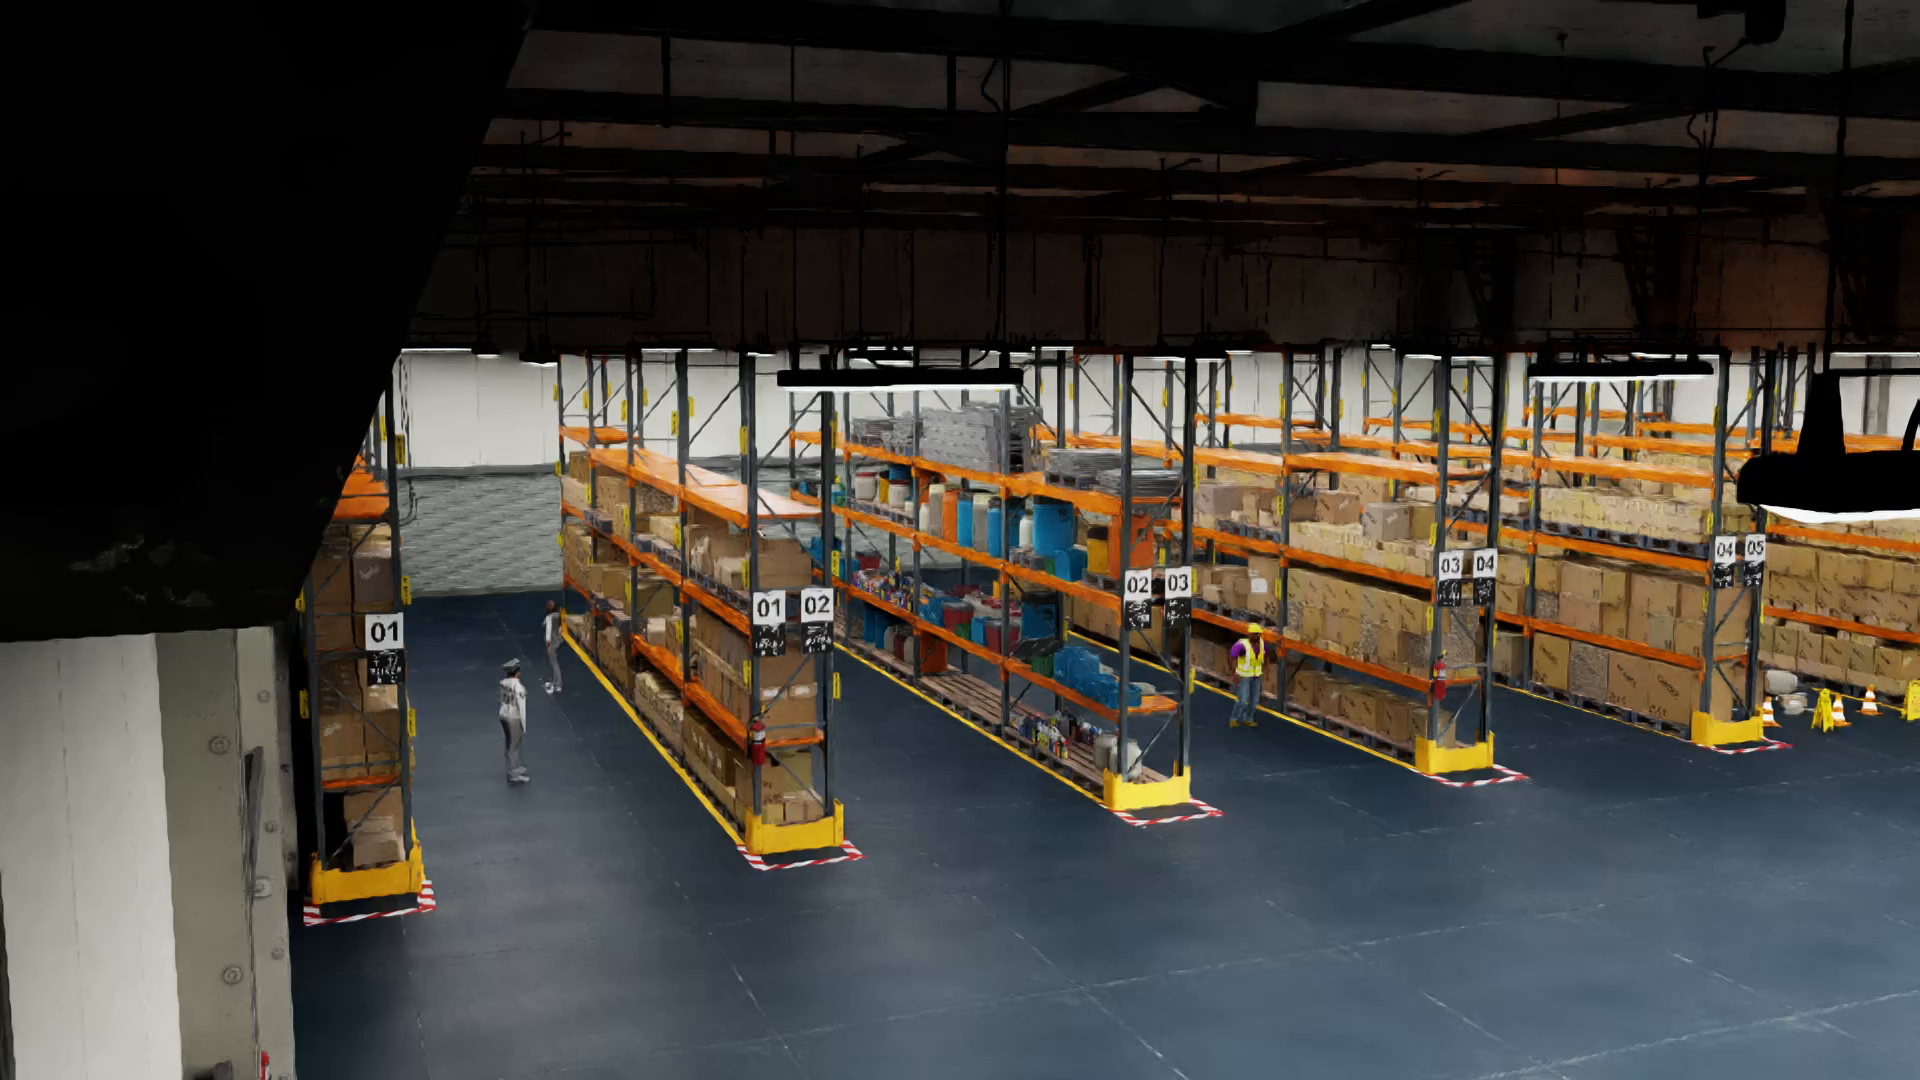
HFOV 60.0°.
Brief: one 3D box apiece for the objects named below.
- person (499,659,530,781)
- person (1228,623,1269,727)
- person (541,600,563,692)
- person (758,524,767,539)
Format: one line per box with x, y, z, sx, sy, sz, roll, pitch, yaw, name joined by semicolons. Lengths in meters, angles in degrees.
-6.256;2.519;23.414;0.553;1.684;0.433;6;10;41;person
4.592;2.144;26.391;0.719;1.714;0.578;-3;8;-23;person
-7.156;1.839;29.098;0.449;1.599;0.467;1;7;9;person
-4.933;0.364;40.128;0.507;1.736;0.712;2;7;12;person
